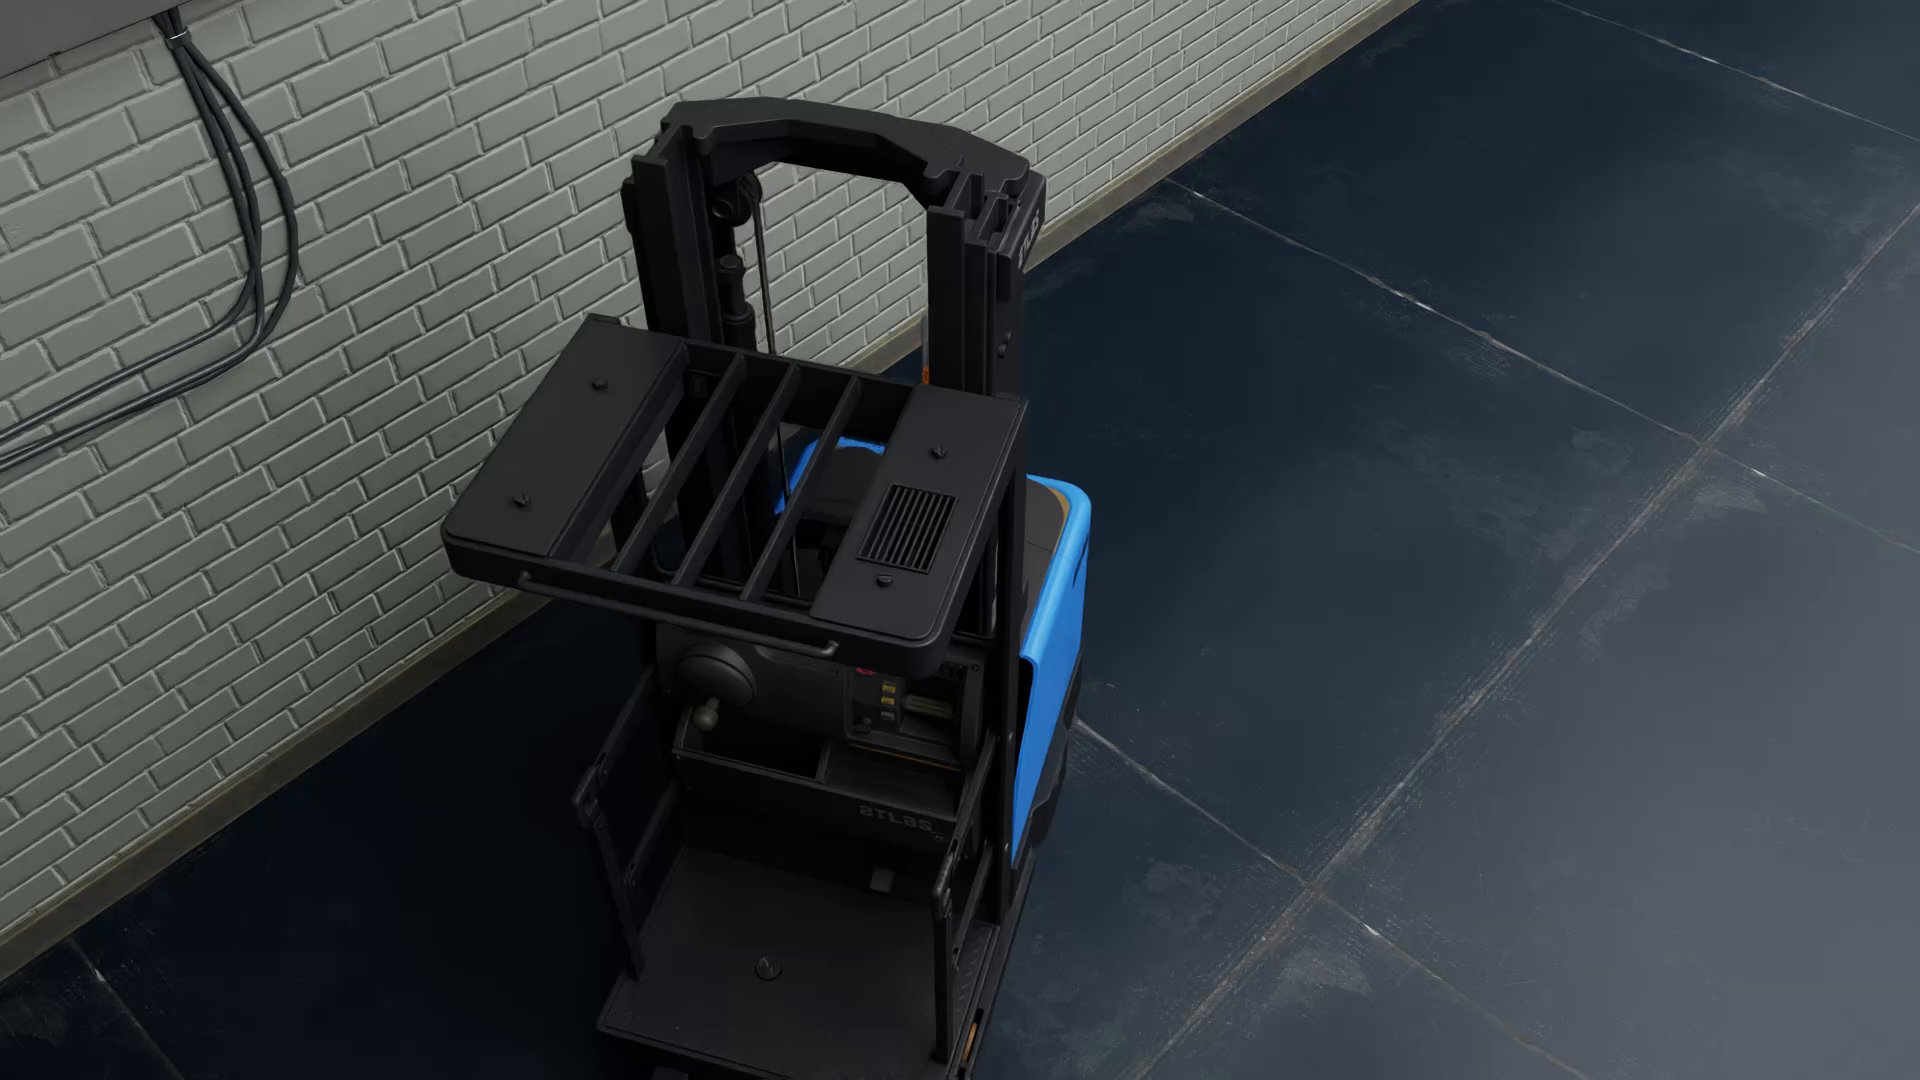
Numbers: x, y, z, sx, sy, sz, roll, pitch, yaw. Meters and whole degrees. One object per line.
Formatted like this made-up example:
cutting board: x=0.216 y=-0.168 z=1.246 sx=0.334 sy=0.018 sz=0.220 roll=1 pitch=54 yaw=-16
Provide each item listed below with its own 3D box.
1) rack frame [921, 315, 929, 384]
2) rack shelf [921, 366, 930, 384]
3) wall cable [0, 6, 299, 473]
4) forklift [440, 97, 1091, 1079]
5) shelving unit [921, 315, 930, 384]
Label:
rack frame: x=-0.057 y=-0.449 z=6.457 sx=0.006 sy=1.200 sz=0.240 roll=34 pitch=55 yaw=28
rack shelf: x=0.011 y=-0.620 z=6.184 sx=0.180 sy=0.103 sz=0.258 roll=34 pitch=55 yaw=28
wall cable: x=-2.974 y=-0.696 z=3.469 sx=0.112 sy=2.526 sz=3.097 roll=34 pitch=55 yaw=28
forklift: x=-0.447 y=0.486 z=4.392 sx=1.130 sy=2.935 sz=3.031 roll=12 pitch=48 yaw=11
shelving unit: x=0.011 y=-0.404 z=6.414 sx=0.189 sy=1.200 sz=0.258 roll=34 pitch=55 yaw=28
